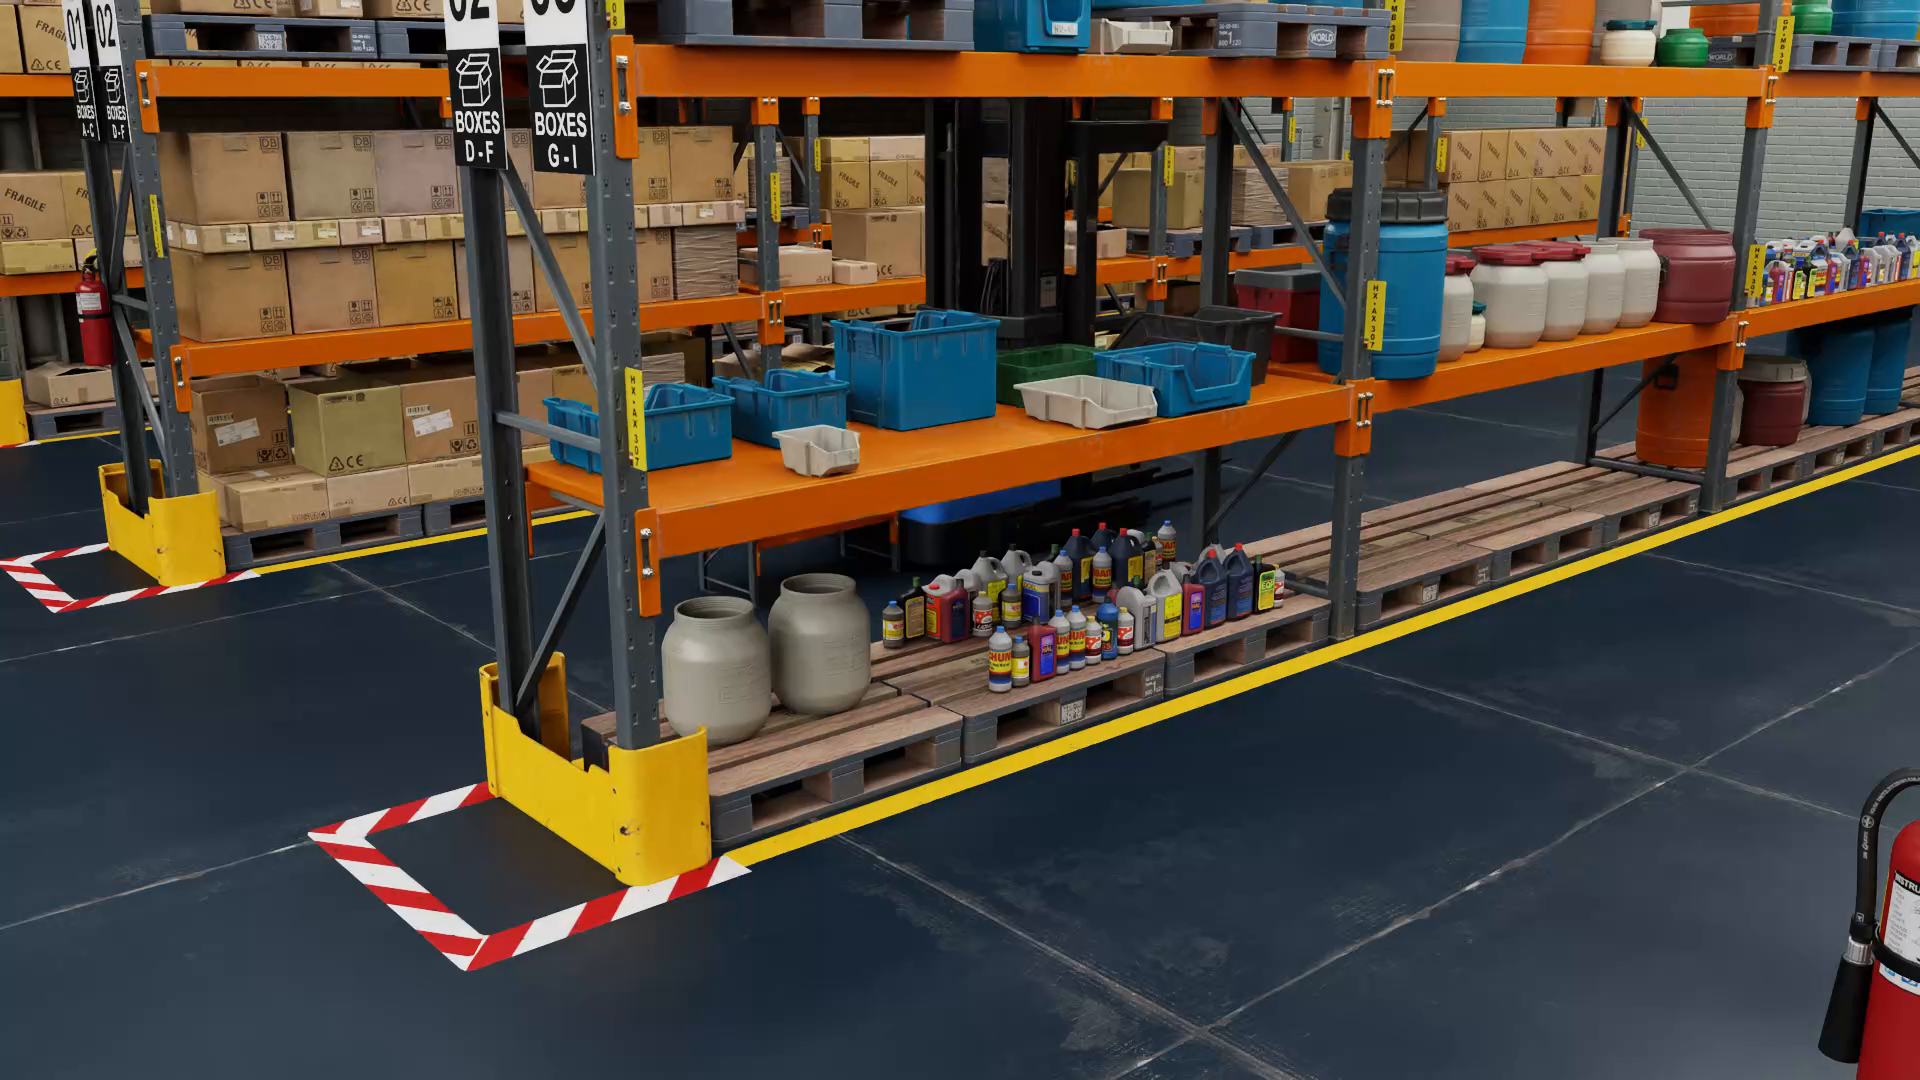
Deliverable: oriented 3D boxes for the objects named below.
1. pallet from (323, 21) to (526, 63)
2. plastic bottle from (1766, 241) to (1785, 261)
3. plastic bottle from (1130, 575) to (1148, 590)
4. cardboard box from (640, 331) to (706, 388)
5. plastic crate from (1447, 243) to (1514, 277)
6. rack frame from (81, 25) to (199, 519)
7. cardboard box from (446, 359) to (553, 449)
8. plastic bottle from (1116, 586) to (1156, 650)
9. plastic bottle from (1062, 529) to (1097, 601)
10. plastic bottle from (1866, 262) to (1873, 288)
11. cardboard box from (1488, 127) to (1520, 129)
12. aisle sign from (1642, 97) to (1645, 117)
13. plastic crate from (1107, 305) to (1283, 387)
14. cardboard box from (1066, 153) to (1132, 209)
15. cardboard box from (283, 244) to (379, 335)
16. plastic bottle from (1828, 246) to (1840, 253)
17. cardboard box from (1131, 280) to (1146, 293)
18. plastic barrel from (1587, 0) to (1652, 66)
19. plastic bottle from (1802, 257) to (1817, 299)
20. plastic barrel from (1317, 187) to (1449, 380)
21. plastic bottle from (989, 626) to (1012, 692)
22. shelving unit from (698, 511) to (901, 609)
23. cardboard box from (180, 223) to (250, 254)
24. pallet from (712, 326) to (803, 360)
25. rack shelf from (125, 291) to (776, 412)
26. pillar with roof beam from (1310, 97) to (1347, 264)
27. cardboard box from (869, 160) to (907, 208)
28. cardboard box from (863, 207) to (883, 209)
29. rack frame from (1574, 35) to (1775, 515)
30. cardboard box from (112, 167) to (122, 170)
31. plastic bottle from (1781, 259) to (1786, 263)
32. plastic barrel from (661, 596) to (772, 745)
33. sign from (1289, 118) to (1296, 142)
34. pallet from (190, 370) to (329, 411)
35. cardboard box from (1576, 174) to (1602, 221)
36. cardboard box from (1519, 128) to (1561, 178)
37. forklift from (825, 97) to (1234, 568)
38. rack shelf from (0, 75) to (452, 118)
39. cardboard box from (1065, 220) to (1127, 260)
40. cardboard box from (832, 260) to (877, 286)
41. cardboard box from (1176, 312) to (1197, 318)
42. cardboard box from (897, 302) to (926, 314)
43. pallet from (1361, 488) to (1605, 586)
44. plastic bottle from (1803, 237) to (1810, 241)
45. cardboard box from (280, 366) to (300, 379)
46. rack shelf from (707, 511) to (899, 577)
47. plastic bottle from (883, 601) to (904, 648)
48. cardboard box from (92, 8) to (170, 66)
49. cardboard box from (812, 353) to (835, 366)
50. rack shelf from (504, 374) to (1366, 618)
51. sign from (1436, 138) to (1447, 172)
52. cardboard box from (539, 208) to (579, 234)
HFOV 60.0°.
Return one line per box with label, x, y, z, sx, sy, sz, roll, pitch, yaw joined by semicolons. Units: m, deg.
pallet;-3.180;-3.057;10.241;1.213;0.211;1.003;-13;19;-39
plastic bottle;6.178;-2.136;12.673;0.135;0.276;0.152;-13;19;-39
plastic bottle;0.844;0.296;7.741;0.133;0.283;0.061;-13;19;-39
cardboard box;-2.189;-1.225;12.084;0.500;0.500;0.500;-13;19;-39
plastic crate;3.213;-1.535;10.061;0.583;0.464;0.402;-13;19;-39
rack frame;-4.651;-1.328;9.410;0.127;3.000;1.000;-13;19;-39
cardboard box;-2.967;-0.866;10.741;0.500;0.500;0.500;-13;19;-39
plastic bottle;0.805;0.342;7.583;0.135;0.276;0.152;-12;19;-38
plastic bottle;0.592;0.114;8.290;0.185;0.351;0.144;-14;20;-42
plastic bottle;6.563;-1.936;12.070;0.097;0.201;0.097;0;15;0
cardboard box;6.141;-4.372;18.675;0.500;0.500;0.500;-12;19;-39
aisle sign;7.672;-5.246;19.041;0.004;0.787;0.394;-13;19;-39
plastic crate;1.137;-0.947;8.103;0.504;0.338;0.767;-13;19;-39
cardboard box;1.567;-4.558;20.922;0.700;0.700;0.980;-12;19;-39
cardboard box;-3.897;-1.543;10.020;0.500;0.500;0.700;-12;19;-38
plastic bottle;6.871;-2.213;13.106;0.097;0.201;0.097;0;15;0
cardboard box;2.160;-3.511;21.612;0.500;0.500;0.700;-13;20;-40
plastic barrel;3.871;-3.313;10.056;0.600;0.901;0.600;0;15;0
plastic bottle;5.826;-1.804;11.416;0.133;0.283;0.061;-13;19;-39
plastic barrel;2.106;-1.289;8.294;0.708;0.901;0.600;-13;19;-39
plastic bottle;0.170;0.496;7.015;0.097;0.271;0.097;0;15;0
shelving unit;-0.891;-0.313;9.242;1.048;1.125;0.538;-14;20;-42
cardboard box;-4.214;-1.714;9.405;0.250;0.149;0.380;-13;20;-40
pallet;-2.461;-2.168;17.957;1.213;0.211;1.003;-13;19;-39
rack shelf;-3.142;-1.319;10.771;4.000;0.370;1.077;-13;19;-39
pillar with roof beam;8.460;-7.688;21.596;0.400;9.000;9.100;-13;19;-39
cardboard box;-0.935;-3.968;18.484;0.500;0.500;0.500;-12;19;-38
cardboard box;-1.018;-3.616;18.421;0.250;0.149;0.380;-12;19;-38
rack frame;4.633;-1.718;10.871;0.127;3.000;1.000;-13;19;-39
cardboard box;-6.916;-2.884;14.035;0.500;0.500;0.500;-13;20;-41
plastic bottle;5.586;-1.771;11.318;0.097;0.271;0.097;0;15;0
plastic barrel;-0.956;0.510;6.537;0.421;0.512;0.421;0;15;0
sign;4.510;-5.568;22.581;0.005;0.325;0.100;-13;19;-39
pallet;-6.292;-1.294;14.685;1.213;0.211;1.003;-13;19;-39
cardboard box;6.871;-3.869;18.730;0.500;0.500;0.500;-12;19;-39
cardboard box;6.108;-4.180;17.953;0.500;0.500;0.500;-12;19;-38
forklift;0.579;-1.561;10.413;3.031;2.935;1.130;-14;20;-42
rack shelf;-6.397;-3.732;13.992;4.000;0.370;1.077;-13;19;-39
cardboard box;1.081;-2.587;14.296;0.500;0.311;0.500;-11;19;-36
cardboard box;-0.831;-1.995;12.392;0.250;0.149;0.380;-13;19;-39
cardboard box;2.306;-1.800;15.166;0.500;0.500;0.500;-14;20;-41
cardboard box;-0.565;-3.058;19.236;0.750;0.750;0.750;-13;20;-40
pallet;3.103;-0.042;9.998;1.213;0.211;1.003;-13;19;-39
plastic bottle;6.670;-2.253;13.123;0.097;0.271;0.097;0;15;0
cardboard box;-6.108;-1.538;14.866;0.380;0.149;0.250;14;20;42
rack shelf;-0.891;-0.077;9.305;1.000;0.278;0.538;-14;20;-42
plastic bottle;-0.304;0.380;7.586;0.097;0.201;0.097;0;15;0
cardboard box;-6.672;-3.980;13.292;0.500;0.500;0.500;-12;19;-37
cardboard box;-0.777;-1.256;12.569;0.500;0.311;0.500;-13;20;-40
rack shelf;0.107;-0.354;7.158;4.000;0.370;1.077;-13;19;-39
sign;4.769;-3.813;16.468;0.005;0.325;0.100;-13;19;-39
cardboard box;-2.657;-2.065;10.717;0.250;0.149;0.380;-12;19;-38
